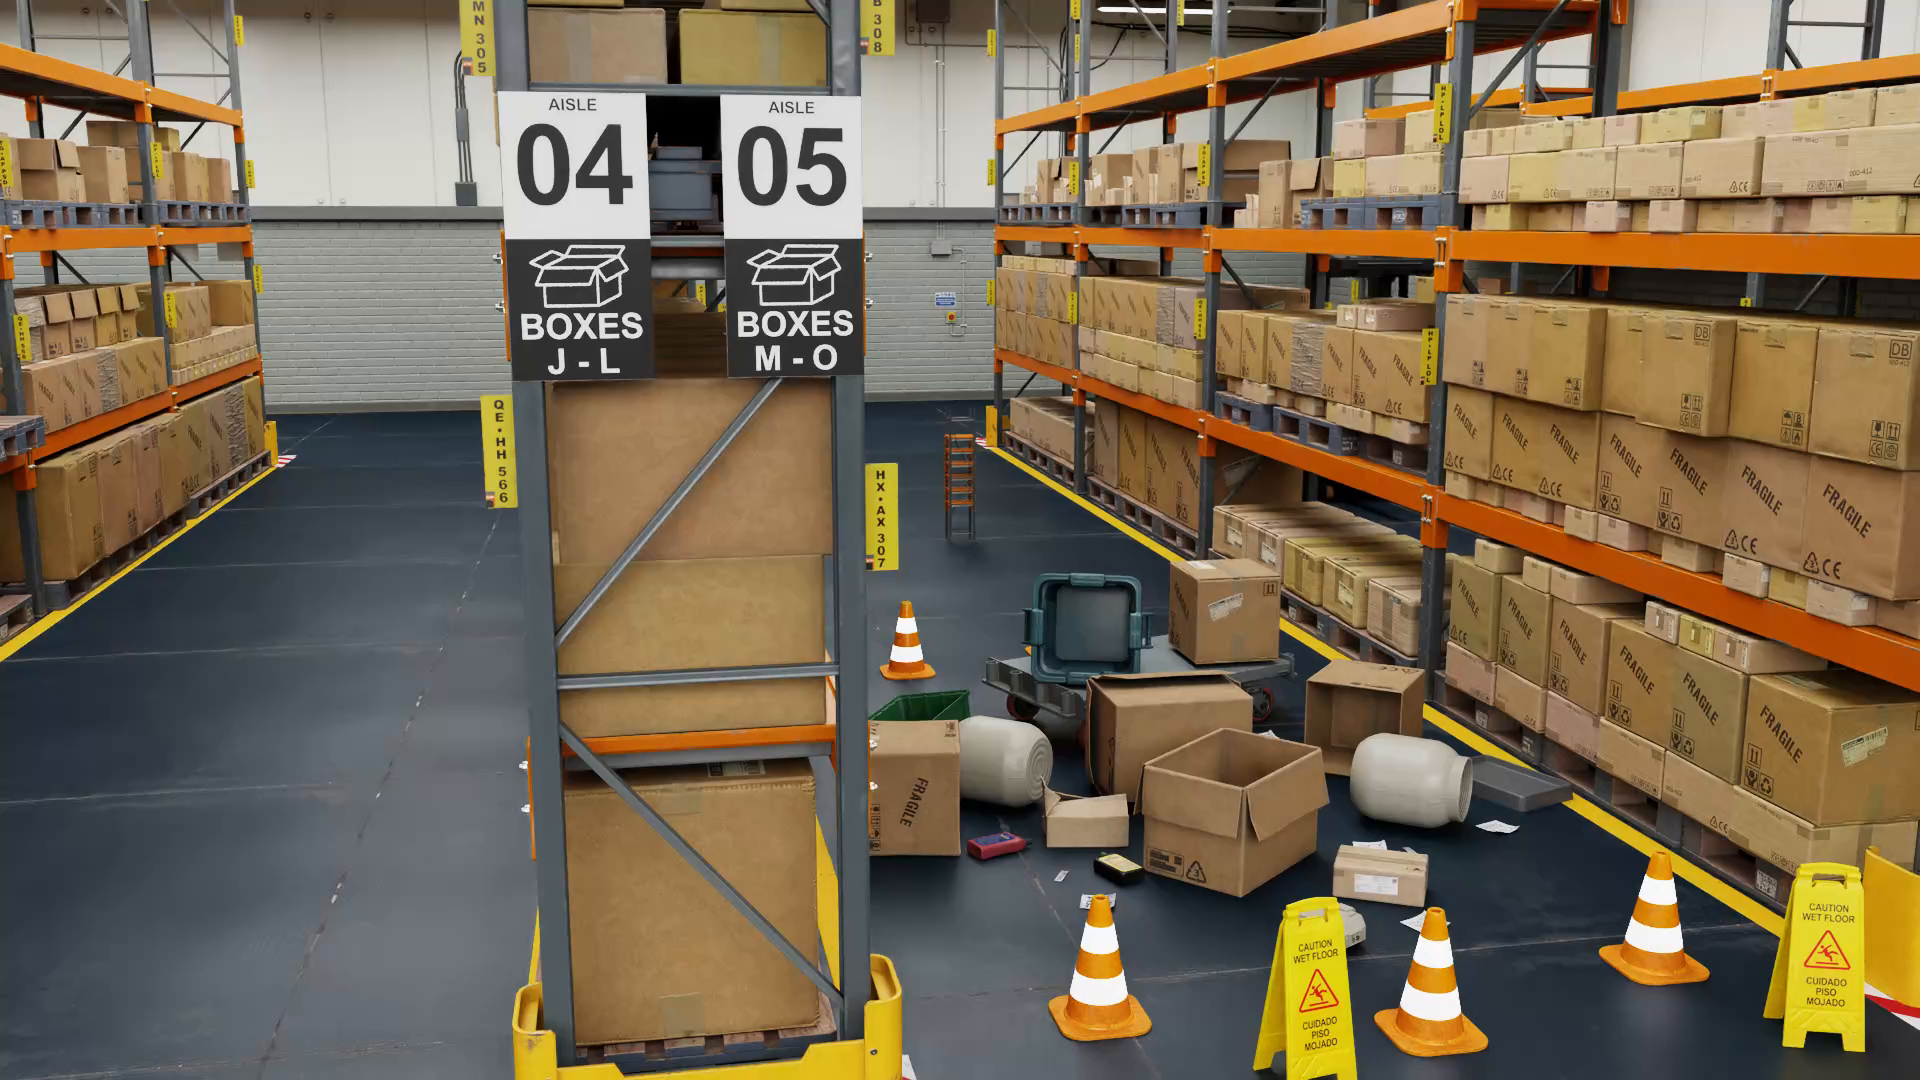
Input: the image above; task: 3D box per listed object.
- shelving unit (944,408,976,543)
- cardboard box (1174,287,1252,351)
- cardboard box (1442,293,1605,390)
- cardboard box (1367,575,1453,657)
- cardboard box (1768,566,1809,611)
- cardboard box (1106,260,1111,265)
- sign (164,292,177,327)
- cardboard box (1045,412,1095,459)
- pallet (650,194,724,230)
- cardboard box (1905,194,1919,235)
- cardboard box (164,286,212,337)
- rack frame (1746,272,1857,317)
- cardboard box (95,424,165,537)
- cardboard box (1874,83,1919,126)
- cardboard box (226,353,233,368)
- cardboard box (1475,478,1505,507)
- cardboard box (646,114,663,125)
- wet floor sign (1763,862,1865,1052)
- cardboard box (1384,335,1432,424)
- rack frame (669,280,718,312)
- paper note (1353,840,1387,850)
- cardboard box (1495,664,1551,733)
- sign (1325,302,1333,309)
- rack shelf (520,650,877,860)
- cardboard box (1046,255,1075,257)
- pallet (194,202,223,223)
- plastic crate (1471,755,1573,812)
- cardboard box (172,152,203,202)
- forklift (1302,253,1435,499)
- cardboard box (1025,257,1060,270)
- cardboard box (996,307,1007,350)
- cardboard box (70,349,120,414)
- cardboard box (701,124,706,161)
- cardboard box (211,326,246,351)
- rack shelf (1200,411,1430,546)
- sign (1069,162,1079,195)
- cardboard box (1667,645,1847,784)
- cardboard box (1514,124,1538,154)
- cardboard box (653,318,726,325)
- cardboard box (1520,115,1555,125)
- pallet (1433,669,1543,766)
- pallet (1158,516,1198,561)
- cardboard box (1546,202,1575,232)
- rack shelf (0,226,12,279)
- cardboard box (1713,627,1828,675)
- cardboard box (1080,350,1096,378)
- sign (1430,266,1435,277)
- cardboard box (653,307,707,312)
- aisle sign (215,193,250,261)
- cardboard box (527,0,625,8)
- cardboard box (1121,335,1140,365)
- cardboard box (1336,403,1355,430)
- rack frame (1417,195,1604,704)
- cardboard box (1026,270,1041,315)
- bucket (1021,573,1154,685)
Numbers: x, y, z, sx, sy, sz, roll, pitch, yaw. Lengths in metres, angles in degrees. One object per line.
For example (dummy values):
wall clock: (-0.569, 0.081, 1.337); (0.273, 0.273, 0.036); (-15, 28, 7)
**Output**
shelving unit: (0.003, -0.587, 15.070); (0.258, 1.200, 0.189); (-2, 11, -11)
cardboard box: (2.141, -1.877, 14.094); (0.500, 0.500, 0.500); (-2, 11, -13)
cardboard box: (3.149, -1.116, 9.298); (0.700, 0.500, 0.500); (-2, 11, -12)
cardboard box: (3.172, 0.471, 10.605); (0.950, 0.372, 0.625); (-2, 11, -10)
cardboard box: (3.584, 0.188, 6.857); (0.380, 0.149, 0.250); (-2, 11, -12)
cardboard box: (1.756, -3.003, 18.276); (0.380, 0.149, 0.250); (-2, 11, -12)
sign: (-7.470, -2.176, 15.722); (0.100, 0.325, 0.005); (-2, 11, -11)
cardboard box: (1.528, -1.216, 19.291); (0.875, 0.438, 0.875); (-2, 11, -13)
pallet: (-1.787, -1.865, 9.462); (0.805, 0.209, 1.217); (-3, 11, -13)
cardboard box: (3.710, -1.189, 6.073); (0.380, 0.149, 0.250); (-2, 11, -11)
cardboard box: (-8.037, -2.348, 17.112); (0.500, 0.500, 0.500); (-2, 11, -13)
rack frame: (7.366, -1.433, 14.701); (1.000, 3.000, 0.127); (-2, 11, -11)
cardboard box: (-7.682, -0.507, 14.395); (1.225, 0.875, 0.875); (-3, 11, -13)
cardboard box: (3.686, -1.626, 6.234); (0.380, 0.149, 0.250); (-2, 11, -10)
cardboard box: (-8.135, -1.947, 18.074); (0.380, 0.149, 0.250); (-2, 11, -11)
cardboard box: (3.123, -0.280, 9.319); (0.380, 0.149, 0.250); (-2, 11, -9)
cardboard box: (-1.344, -1.650, 6.038); (0.500, 0.250, 0.500); (-2, 11, -11)
wet floor sign: (3.041, 1.446, 5.872); (0.267, 0.644, 0.232); (2, 11, 9)
cardboard box: (2.961, -0.996, 10.219); (0.500, 0.500, 0.500); (-2, 11, -12)
rack frame: (-2.338, -1.053, 12.705); (1.000, 3.000, 0.127); (-2, 11, -11)
paper note: (1.899, 1.418, 7.696); (0.148, 0.019, 0.142); (2, 11, 9)
cardboard box: (3.241, 0.842, 8.980); (0.500, 0.250, 0.500); (-1, 11, -8)
sign: (3.028, -1.803, 13.760); (0.100, 0.325, 0.005); (-2, 11, -11)
rack shelf: (-1.171, 0.401, 6.991); (1.077, 0.370, 4.000); (-2, 11, -11)
cardboard box: (1.281, -3.473, 20.746); (0.380, 0.149, 0.250); (-2, 11, -10)
pallet: (-8.383, -3.428, 17.401); (1.003, 0.211, 1.213); (-2, 11, -11)
plastic crate: (2.777, 1.234, 8.498); (0.402, 0.080, 0.583); (-6, 13, -31)
cardboard box: (-8.274, -3.744, 17.164); (0.700, 0.500, 0.500); (-2, 11, -9)
forklift: (4.251, -1.938, 17.540); (1.130, 2.935, 3.031); (-2, 11, -12)
cardboard box: (0.977, -3.264, 19.646); (0.380, 0.149, 0.250); (-2, 11, -10)
cardboard box: (0.754, -2.669, 20.931); (0.500, 0.500, 0.500); (-2, 11, -11)
cardboard box: (-7.351, -1.319, 13.838); (0.500, 0.500, 0.500); (-2, 11, -11)
cardboard box: (-0.780, -1.497, 6.299); (0.380, 0.149, 0.250); (-2, 11, -11)
cardboard box: (-8.326, -2.258, 18.645); (0.500, 0.250, 0.500); (-2, 11, -12)
rack shelf: (2.887, -0.531, 11.889); (1.077, 0.370, 4.000); (-2, 11, -11)
sign: (1.176, -3.731, 17.159); (0.100, 0.325, 0.005); (-2, 11, -11)
cardboard box: (3.538, 0.759, 7.412); (0.500, 0.500, 0.500); (-2, 11, -9)
cardboard box: (3.139, -2.095, 8.696); (0.380, 0.149, 0.250); (-2, 11, -13)
cardboard box: (-1.301, -0.758, 7.866); (0.875, 0.550, 0.550); (-2, 11, -11)
cardboard box: (3.449, -2.582, 10.660); (0.500, 0.250, 0.500); (-2, 11, -12)
pallet: (3.441, 0.974, 9.514); (1.003, 0.211, 1.213); (-2, 11, -11)
pallet: (2.419, -0.029, 14.783); (1.003, 0.211, 1.213); (-2, 11, -11)
cardboard box: (3.258, -1.663, 8.560); (0.380, 0.149, 0.250); (-2, 11, -9)
rack shelf: (-6.834, -1.644, 9.715); (1.077, 0.370, 4.000); (-2, 11, -11)
cardboard box: (3.505, 0.471, 7.190); (0.380, 0.149, 0.250); (-2, 11, -9)
cardboard box: (1.547, -1.821, 17.143); (0.500, 0.250, 0.500); (-2, 11, -12)
sign: (6.359, -3.640, 22.358); (0.100, 0.325, 0.005); (-2, 11, -11)
cardboard box: (-1.959, -1.230, 10.695); (0.700, 0.500, 0.500); (-2, 11, -12)
aisle sign: (-8.498, -3.659, 19.448); (0.394, 0.787, 0.004); (-2, 11, -11)
cardboard box: (-1.180, -1.632, 4.876); (0.380, 0.149, 0.250); (-2, 11, -10)
cardboard box: (1.830, -1.785, 15.617); (0.500, 0.250, 0.500); (-2, 11, -13)
cardboard box: (2.733, -0.826, 11.065); (0.380, 0.149, 0.250); (-2, 11, -11)
rack frame: (3.276, -0.518, 9.894); (1.000, 3.000, 0.127); (-2, 11, -11)
cardboard box: (1.069, -2.880, 19.366); (0.500, 0.500, 0.500); (-2, 11, -11)
bucket: (0.728, 0.483, 9.324); (0.726, 0.611, 0.620); (2, 1, 9)
